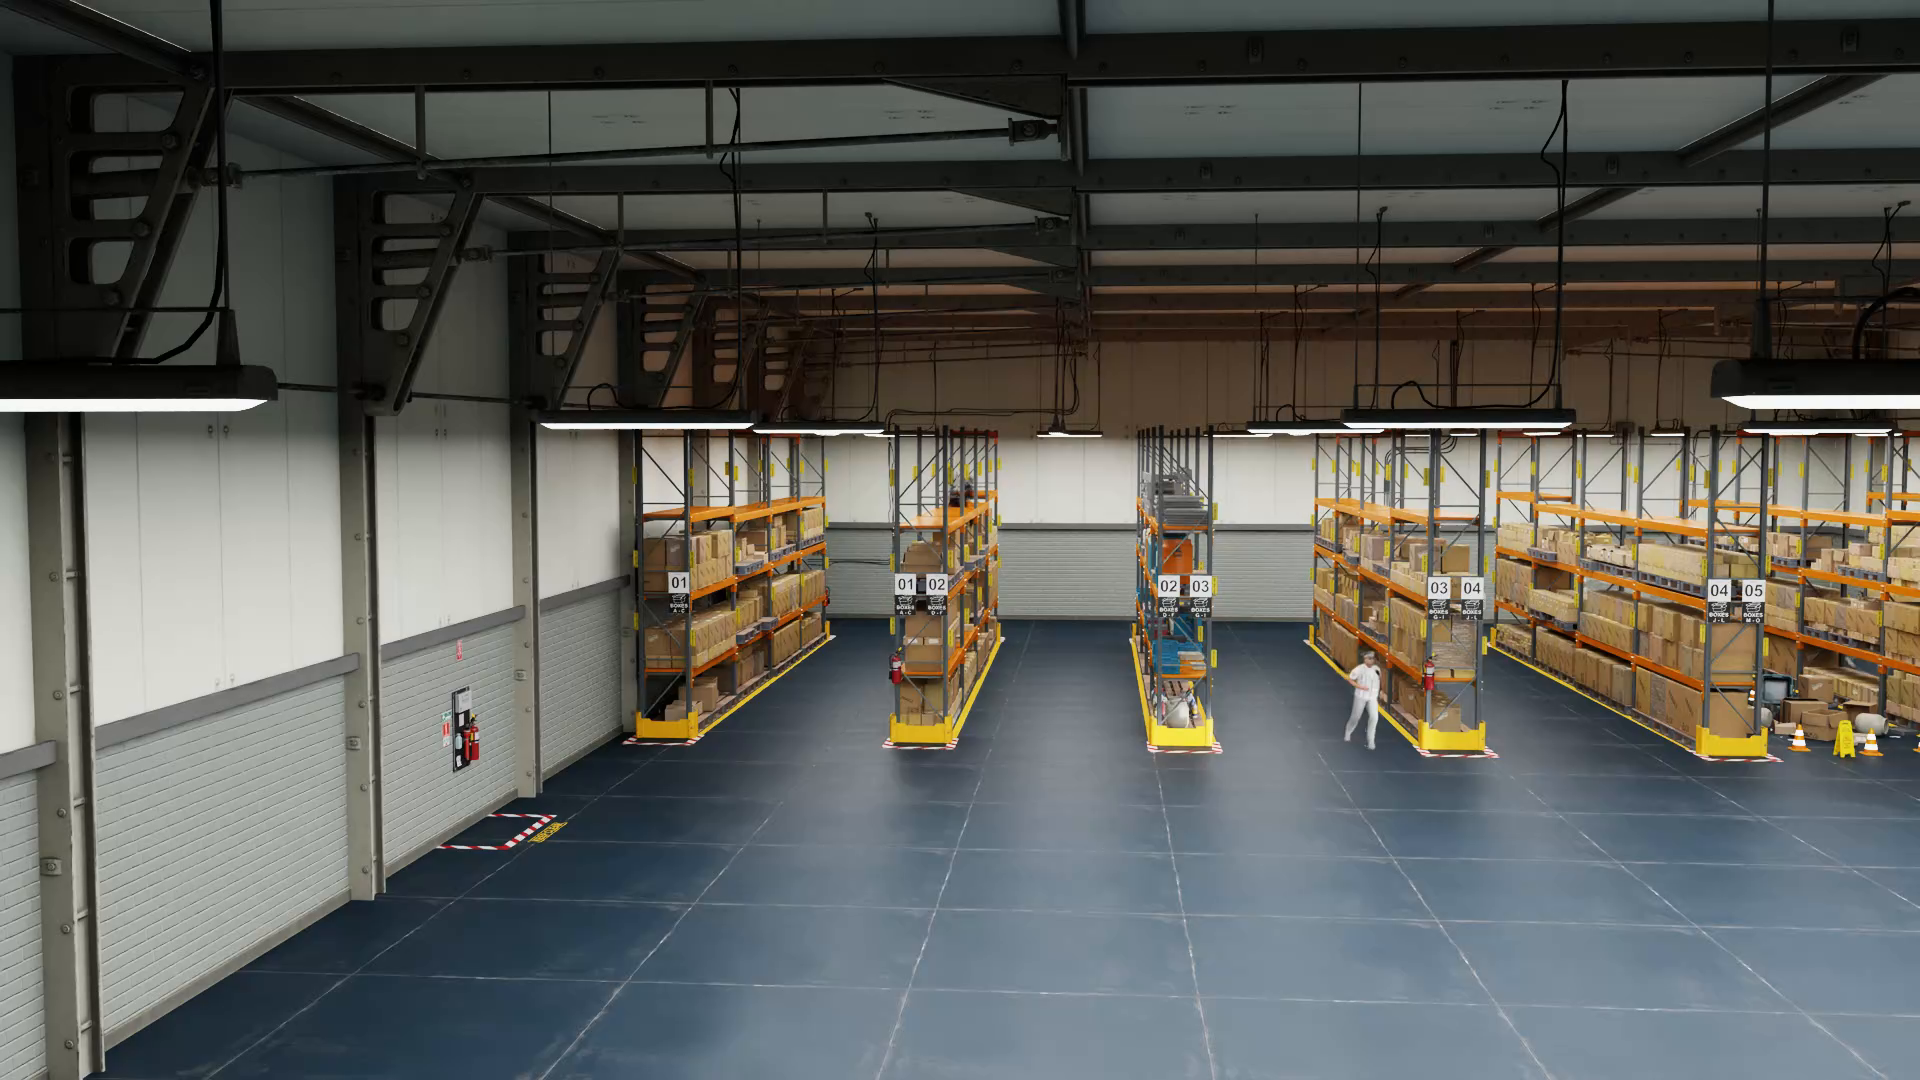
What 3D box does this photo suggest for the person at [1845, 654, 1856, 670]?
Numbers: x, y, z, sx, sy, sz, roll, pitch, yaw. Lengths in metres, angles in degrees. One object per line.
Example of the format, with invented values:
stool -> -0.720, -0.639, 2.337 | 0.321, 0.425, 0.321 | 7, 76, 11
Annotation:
person -> 21.437, 2.508, 39.987 | 0.615, 1.623, 0.727 | 0, 3, -2

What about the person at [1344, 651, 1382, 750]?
person -> 7.629, 2.969, 31.166 | 0.723, 1.807, 0.892 | -1, 3, -9
